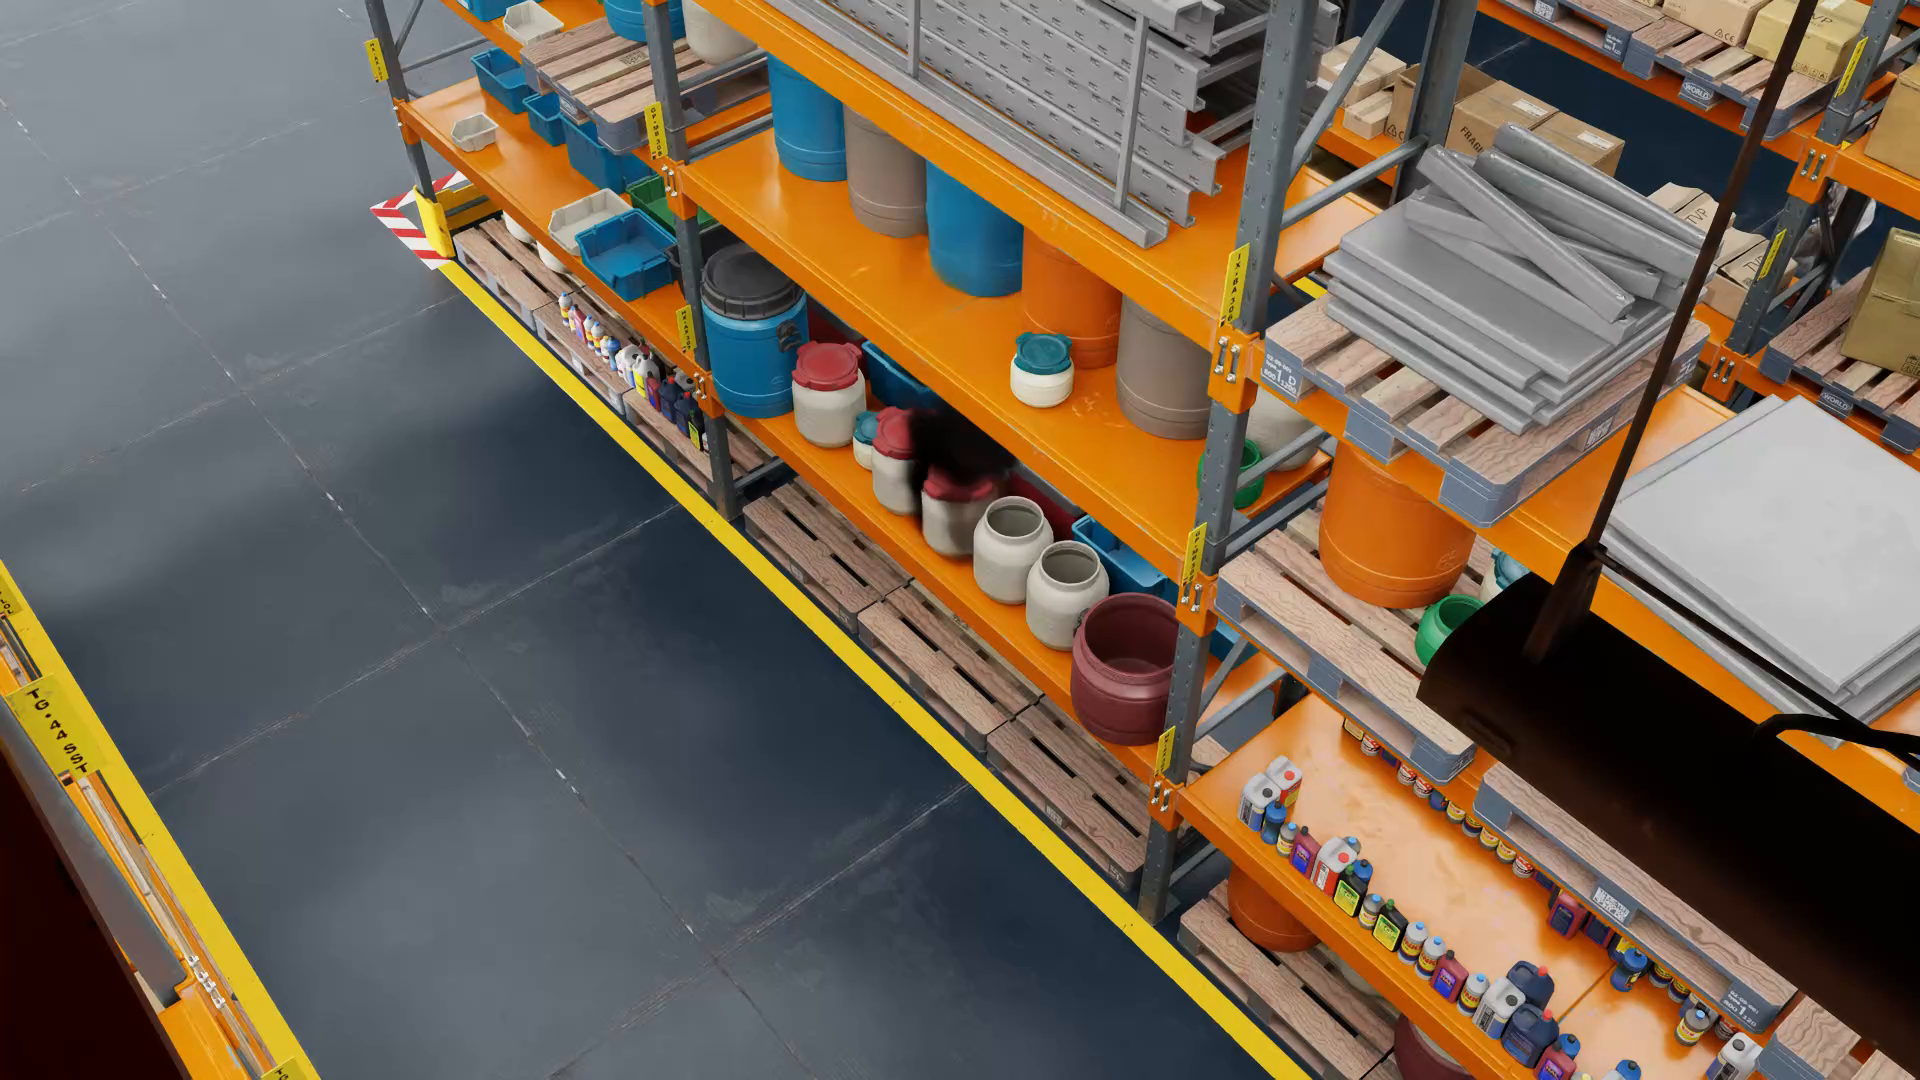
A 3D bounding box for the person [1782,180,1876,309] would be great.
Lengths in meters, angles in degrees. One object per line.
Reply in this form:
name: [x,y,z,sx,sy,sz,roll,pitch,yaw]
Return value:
person: [6.415,-2.292,12.034,0.616,1.659,0.554,-29,53,-25]
